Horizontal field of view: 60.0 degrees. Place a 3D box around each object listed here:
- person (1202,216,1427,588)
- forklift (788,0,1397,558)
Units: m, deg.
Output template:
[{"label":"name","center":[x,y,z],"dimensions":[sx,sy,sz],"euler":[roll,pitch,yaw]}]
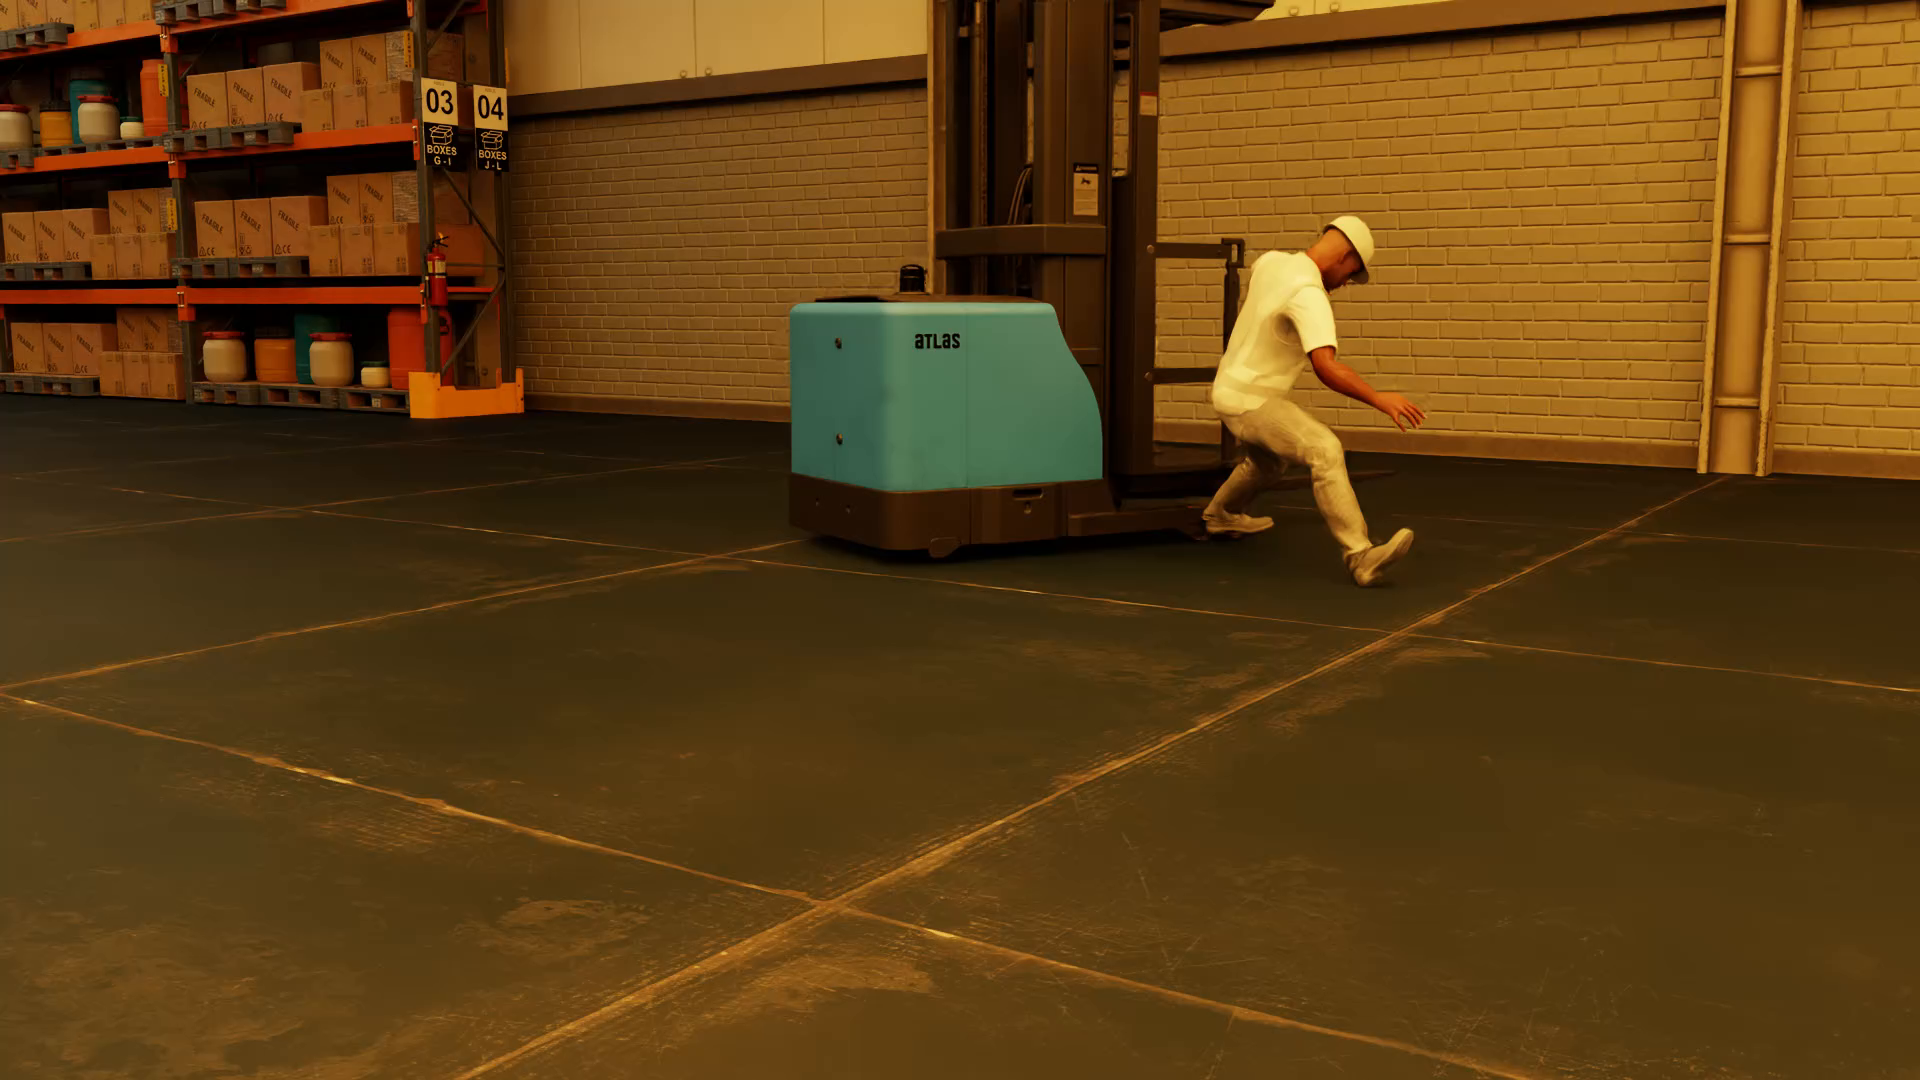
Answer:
[{"label":"person","center":[1.421,-0.594,6.803],"dimensions":[0.831,1.427,1.337],"euler":[1,8,8]},{"label":"forklift","center":[0.749,-1.504,7.768],"dimensions":[3.031,2.935,1.130],"euler":[-5,9,-31]}]
